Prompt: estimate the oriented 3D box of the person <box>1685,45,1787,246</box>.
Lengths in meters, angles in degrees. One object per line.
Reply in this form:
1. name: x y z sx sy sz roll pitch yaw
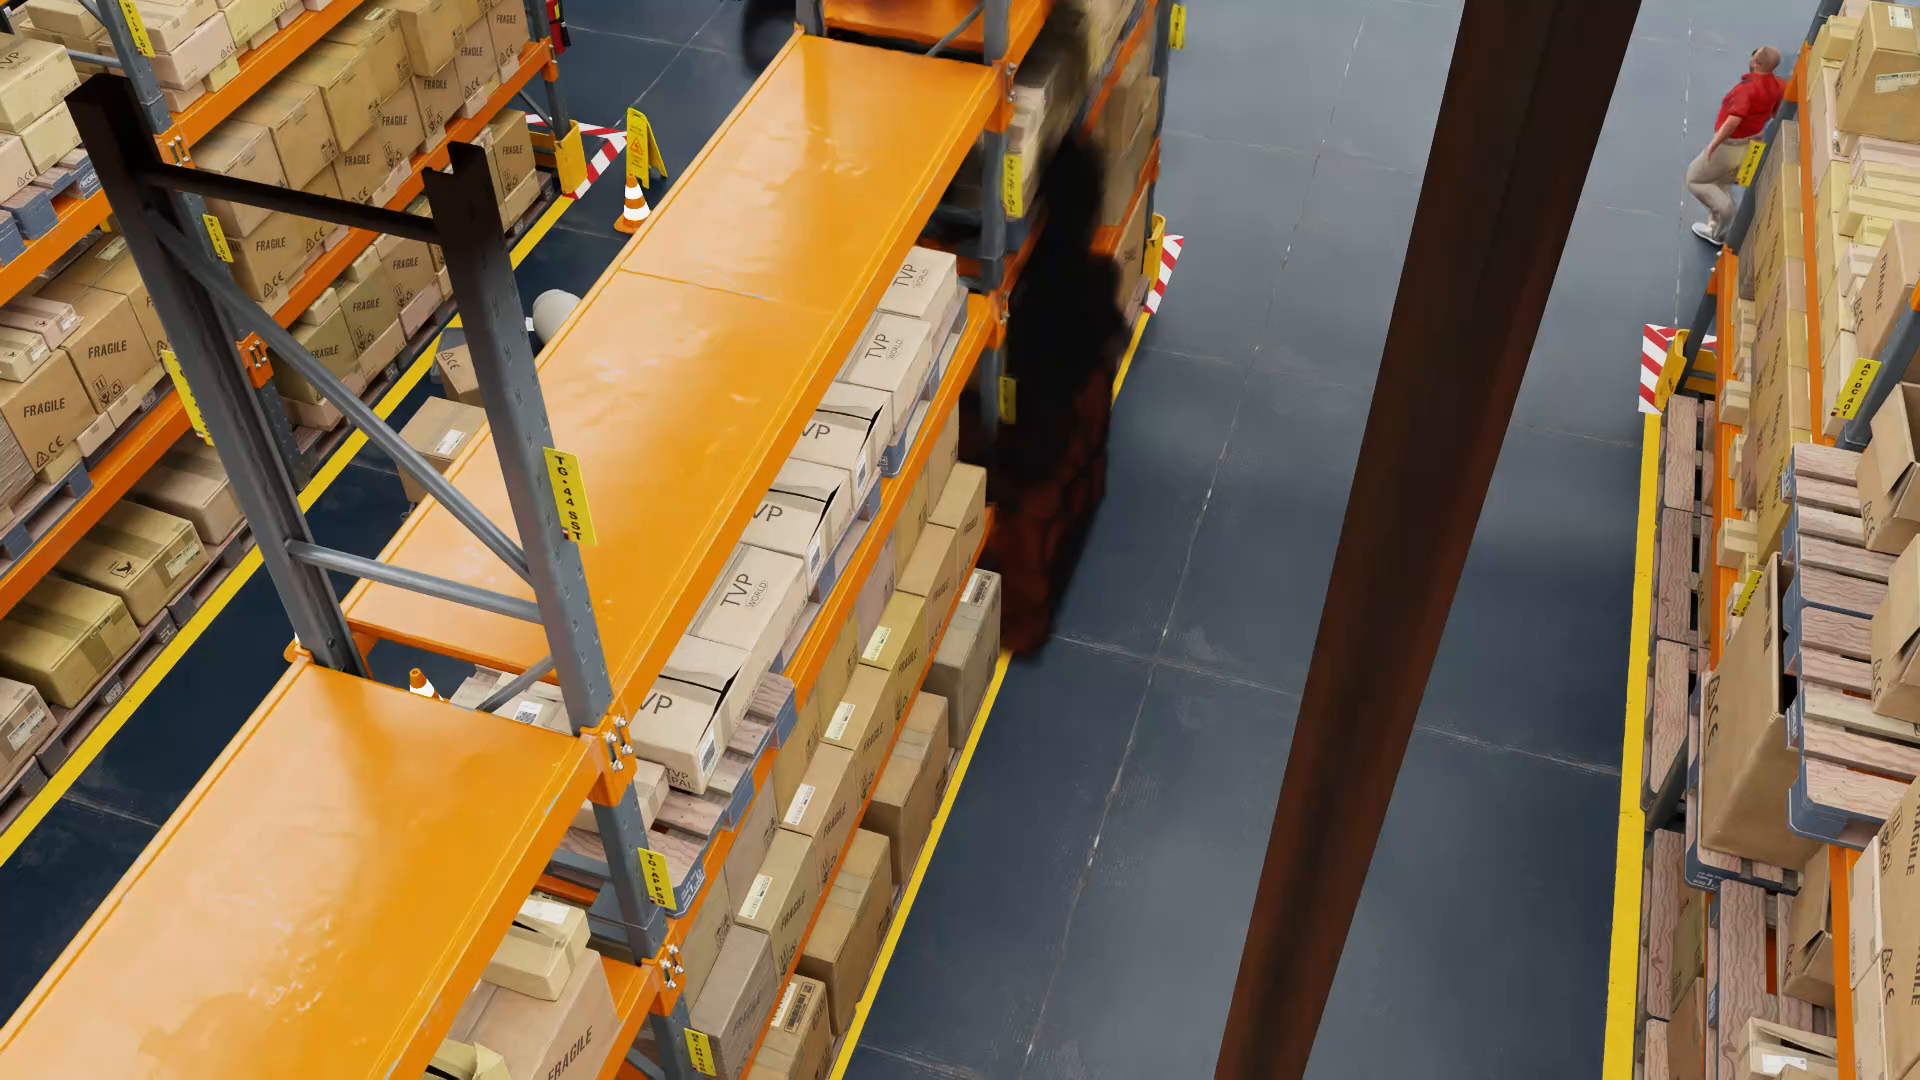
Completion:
1. person: 6.021 -3.049 12.947 0.684 1.682 0.663 -18 48 -17
